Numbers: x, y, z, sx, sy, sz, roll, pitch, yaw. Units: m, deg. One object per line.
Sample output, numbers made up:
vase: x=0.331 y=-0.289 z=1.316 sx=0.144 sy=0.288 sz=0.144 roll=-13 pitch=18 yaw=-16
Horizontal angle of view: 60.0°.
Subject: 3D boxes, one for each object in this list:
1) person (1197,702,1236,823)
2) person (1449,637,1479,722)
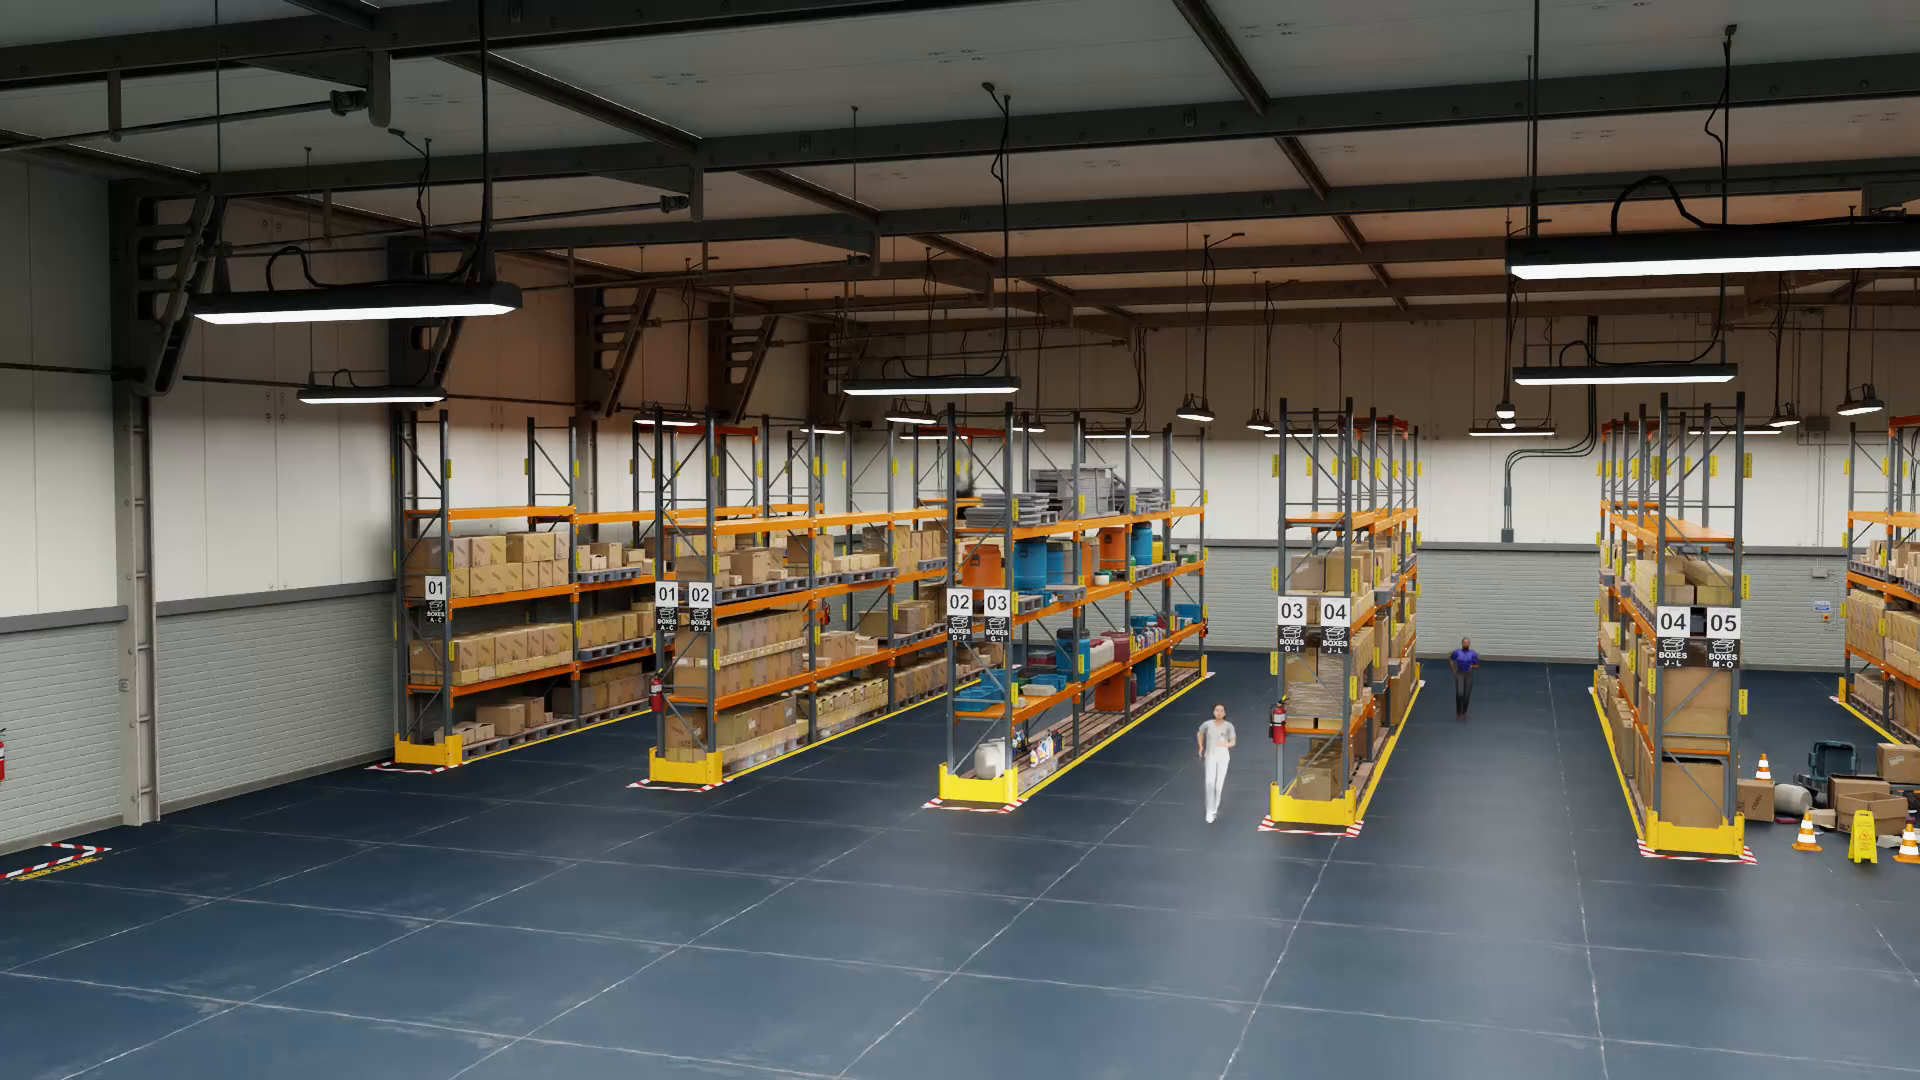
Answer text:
person: x=3.659 y=3.154 z=23.706 sx=0.536 sy=1.687 sz=0.658 roll=0 pitch=2 yaw=7
person: x=10.006 y=2.775 z=32.986 sx=0.552 sy=1.703 sz=0.731 roll=0 pitch=2 yaw=10
